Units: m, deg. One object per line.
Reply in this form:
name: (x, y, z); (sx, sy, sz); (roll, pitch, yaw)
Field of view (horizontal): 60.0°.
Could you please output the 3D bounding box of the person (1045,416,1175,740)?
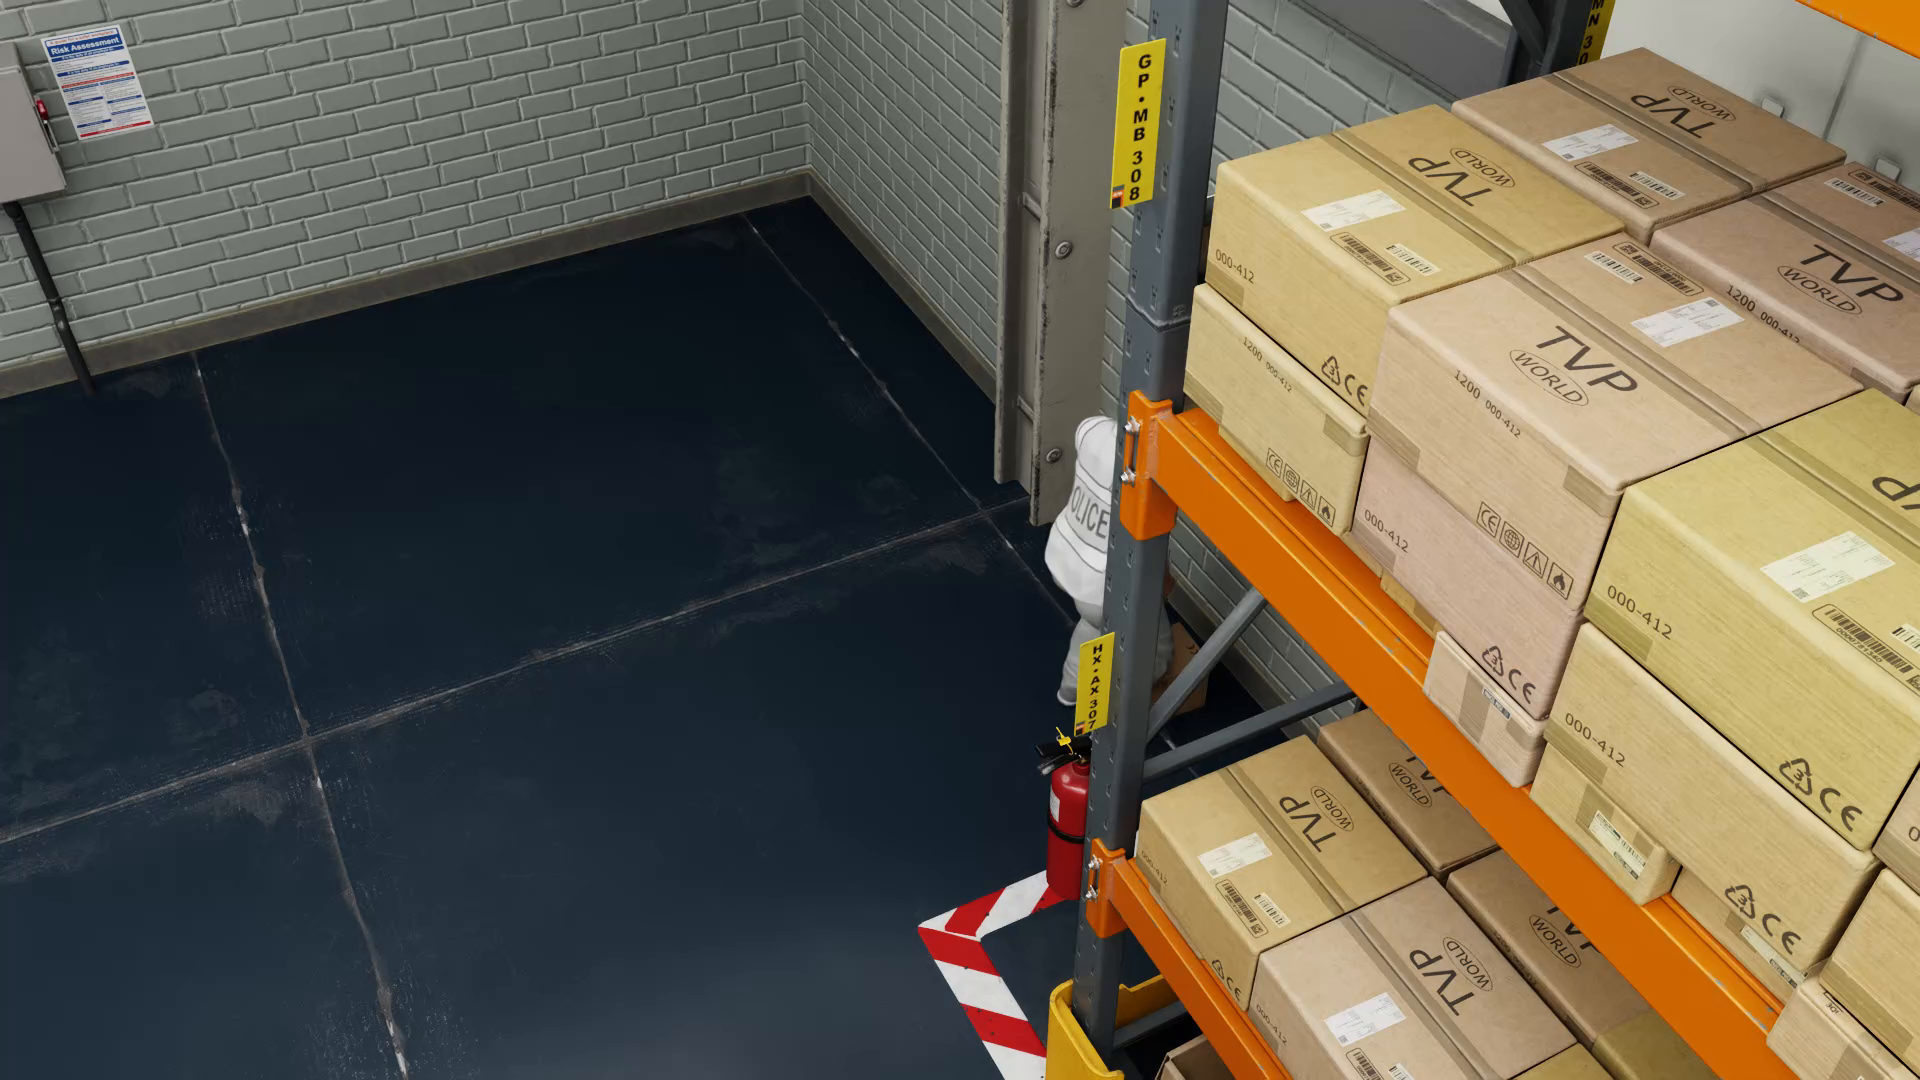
person: (0.581, 0.085, 6.131); (0.532, 1.587, 0.507); (-18, 45, -19)
